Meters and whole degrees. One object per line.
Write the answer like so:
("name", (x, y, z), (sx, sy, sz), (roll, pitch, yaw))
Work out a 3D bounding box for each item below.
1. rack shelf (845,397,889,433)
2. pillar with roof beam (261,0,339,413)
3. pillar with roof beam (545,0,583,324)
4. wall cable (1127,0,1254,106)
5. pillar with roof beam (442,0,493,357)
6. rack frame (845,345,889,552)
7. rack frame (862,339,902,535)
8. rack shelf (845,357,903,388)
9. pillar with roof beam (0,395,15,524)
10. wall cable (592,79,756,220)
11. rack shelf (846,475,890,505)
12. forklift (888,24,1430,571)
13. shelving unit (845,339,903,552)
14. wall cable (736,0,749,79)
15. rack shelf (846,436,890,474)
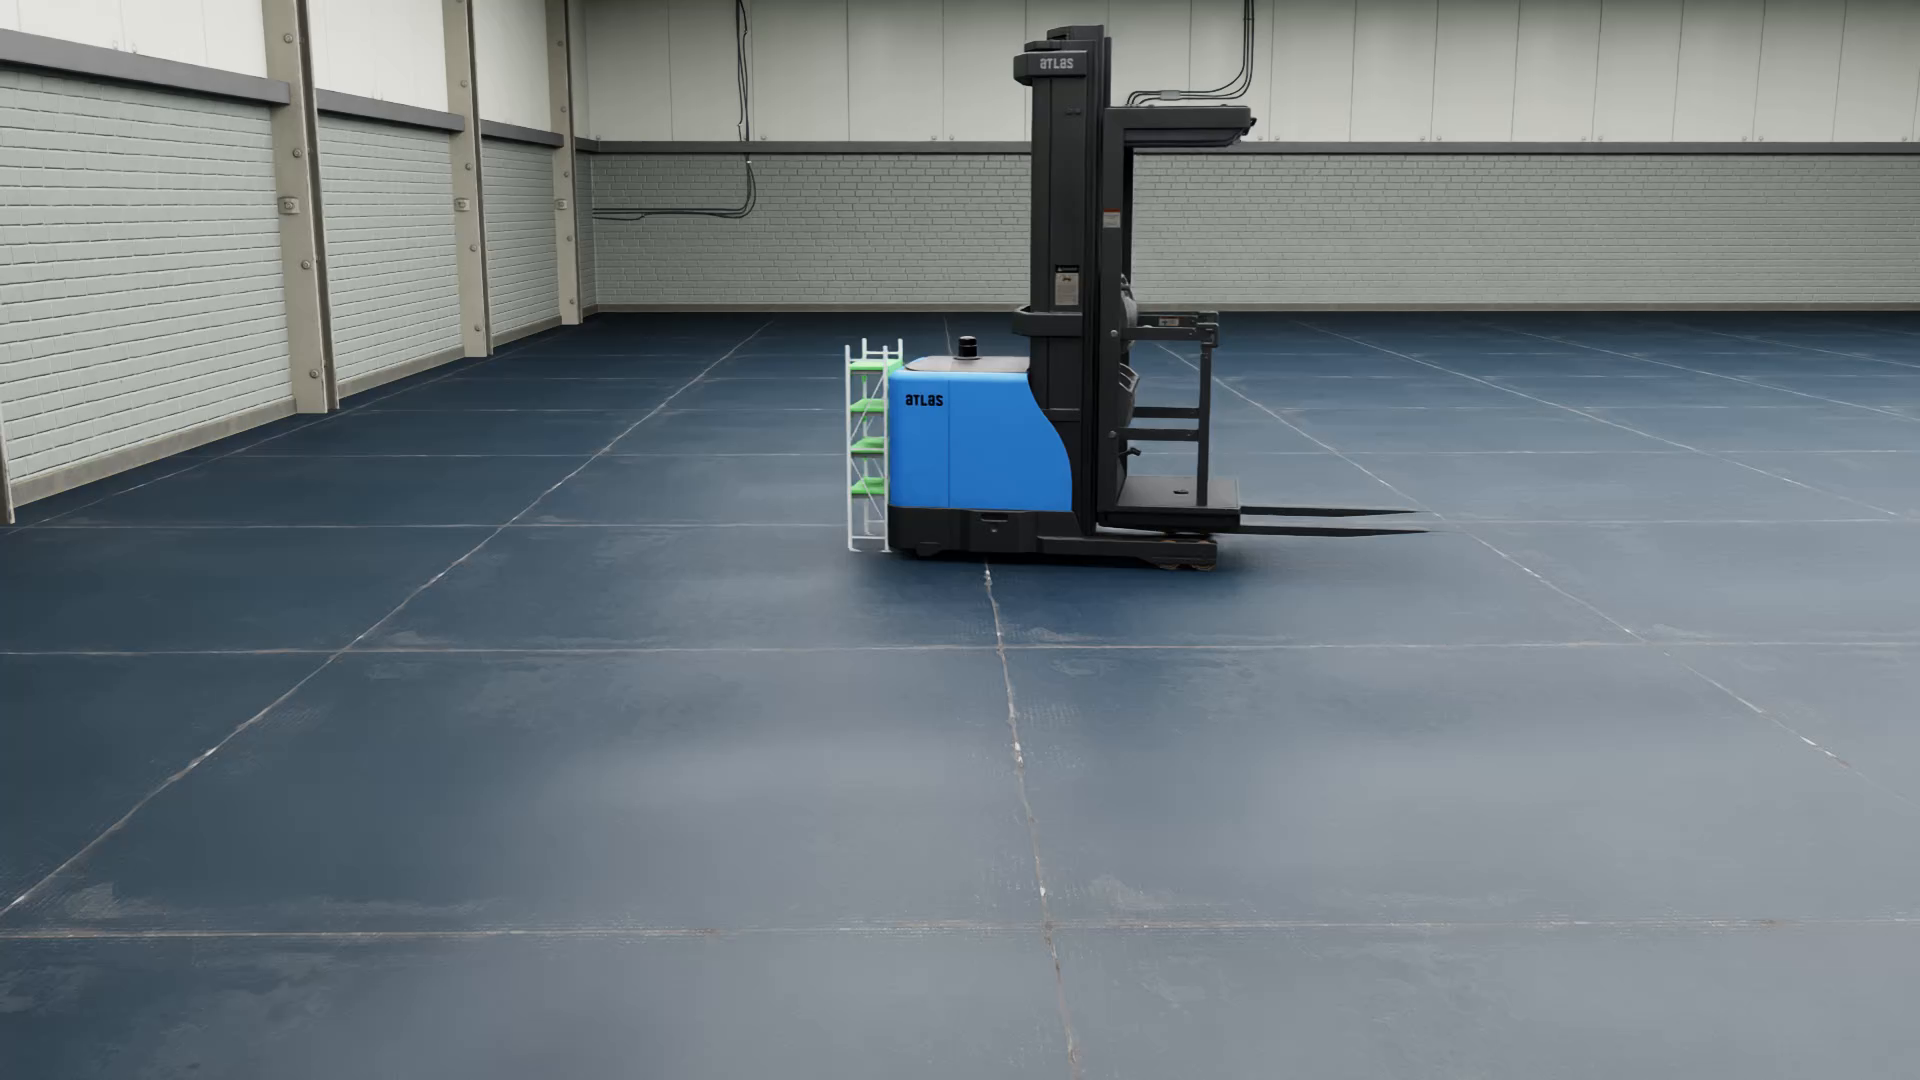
("rack shelf", (-0.500, -0.742, 9.813), (0.258, 0.148, 0.480), (2, 12, 8))
("pillar with roof beam", (-2.007, -5.696, 15.504), (9.100, 9.000, 0.400), (0, 11, -1))
("pillar with roof beam", (-2.255, -8.082, 27.262), (9.100, 9.000, 0.400), (0, 11, -1))
("wall cable", (4.194, -10.358, 29.927), (2.305, 6.003, 0.169), (0, 11, -1))
("pillar with roof beam", (-2.131, -6.889, 21.383), (9.100, 9.000, 0.400), (0, 11, -1))
("rack frame", (-0.535, -0.521, 9.611), (0.240, 1.200, 0.015), (2, 12, 8))
("rack frame", (-0.466, -0.617, 10.085), (0.240, 1.200, 0.015), (2, 12, 8))
("rack shelf", (-0.500, -0.977, 9.765), (0.258, 0.148, 0.480), (2, 12, 8))
("pillar with roof beam", (-1.883, -4.504, 9.626), (9.100, 9.000, 0.400), (0, 11, -1))
("wall cable", (-5.298, -7.133, 30.397), (3.097, 2.526, 0.112), (0, 11, -1))
("rack shelf", (-0.500, -0.272, 9.908), (0.258, 0.148, 0.480), (2, 12, 8))
("forklift", (1.147, -1.378, 9.481), (3.031, 2.935, 1.130), (2, 12, 8))
("shelving unit", (-0.500, -0.569, 9.848), (0.258, 1.200, 0.503), (2, 12, 8))
("wall cable", (-2.593, -9.620, 29.950), (3.097, 2.526, 0.112), (0, 11, -1))
("rack shelf", (-0.500, -0.507, 9.861), (0.258, 0.148, 0.480), (2, 12, 8))
